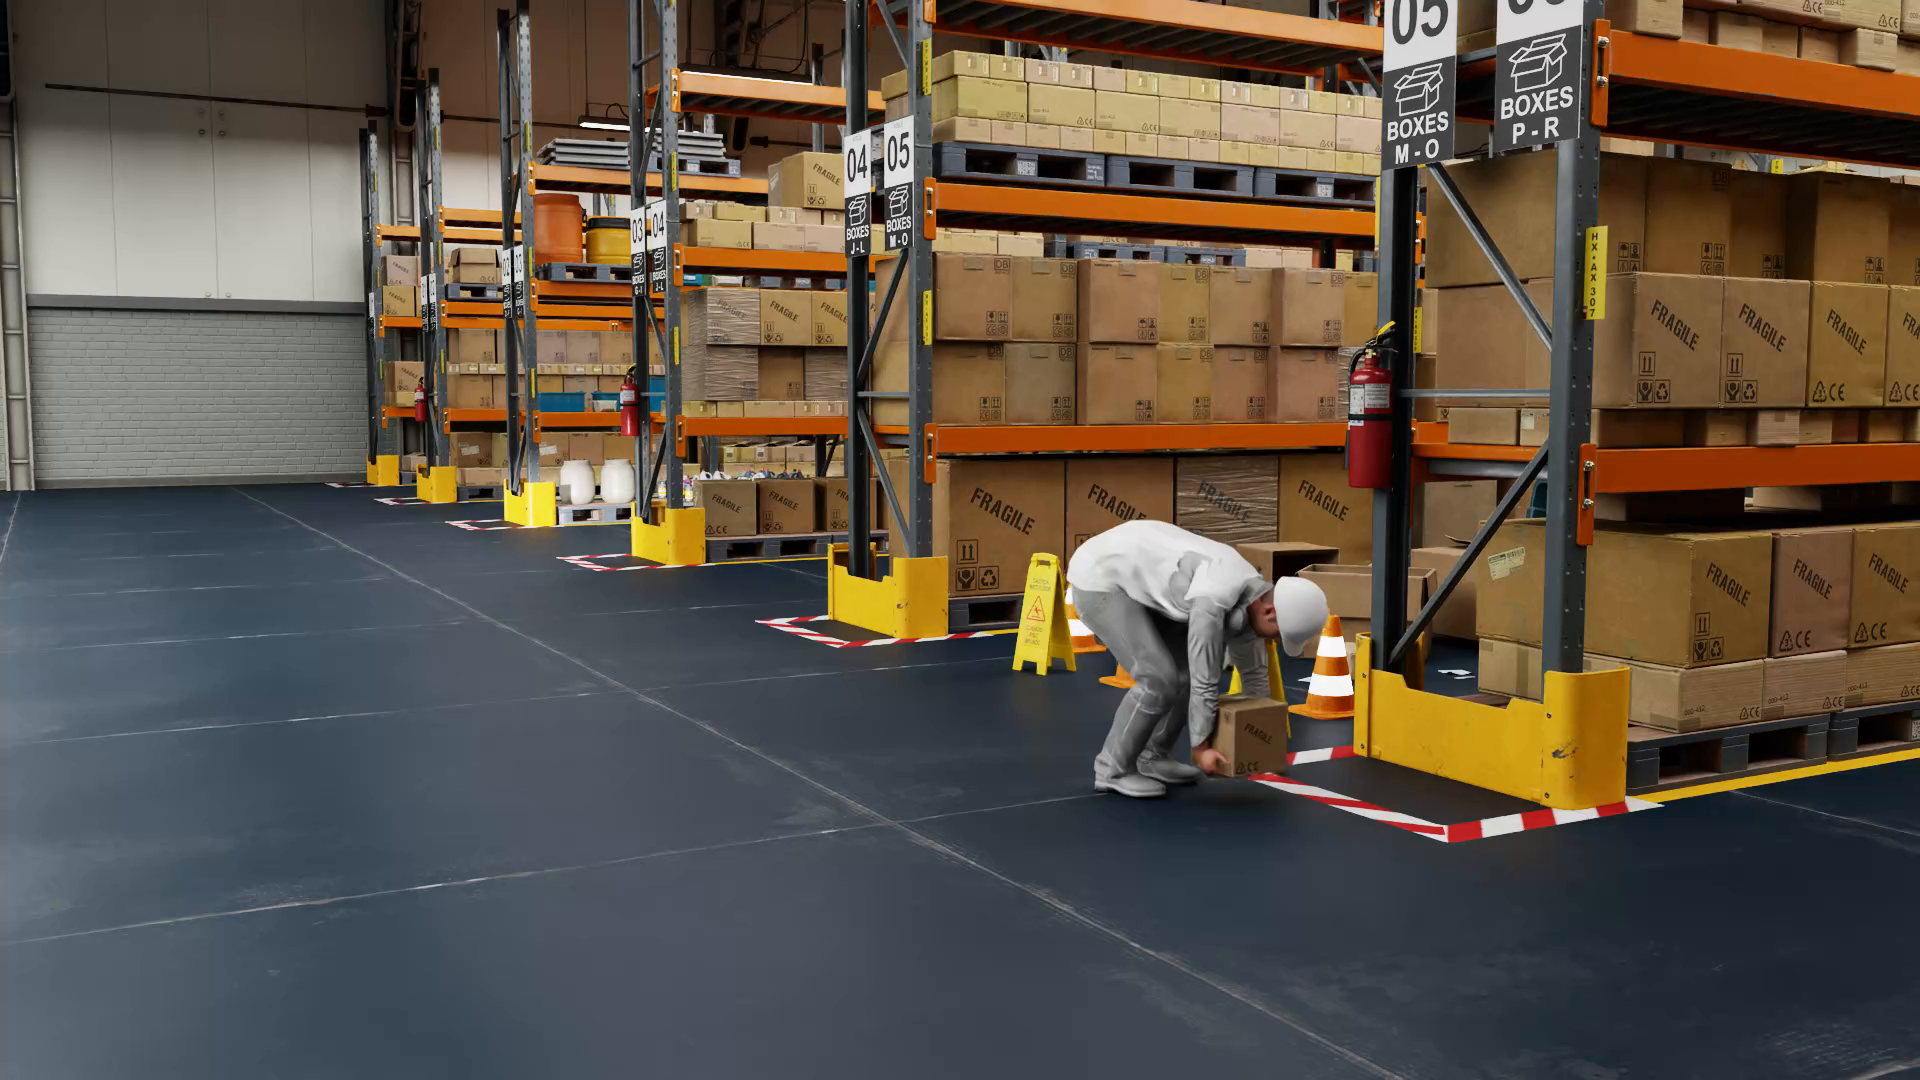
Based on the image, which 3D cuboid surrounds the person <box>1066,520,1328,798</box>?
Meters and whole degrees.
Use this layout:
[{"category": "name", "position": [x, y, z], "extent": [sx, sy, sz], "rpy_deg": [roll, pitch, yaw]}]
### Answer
[{"category": "person", "position": [0.893, 0.447, 6.244], "extent": [1.002, 1.029, 0.499], "rpy_deg": [3, 6, 31]}]
